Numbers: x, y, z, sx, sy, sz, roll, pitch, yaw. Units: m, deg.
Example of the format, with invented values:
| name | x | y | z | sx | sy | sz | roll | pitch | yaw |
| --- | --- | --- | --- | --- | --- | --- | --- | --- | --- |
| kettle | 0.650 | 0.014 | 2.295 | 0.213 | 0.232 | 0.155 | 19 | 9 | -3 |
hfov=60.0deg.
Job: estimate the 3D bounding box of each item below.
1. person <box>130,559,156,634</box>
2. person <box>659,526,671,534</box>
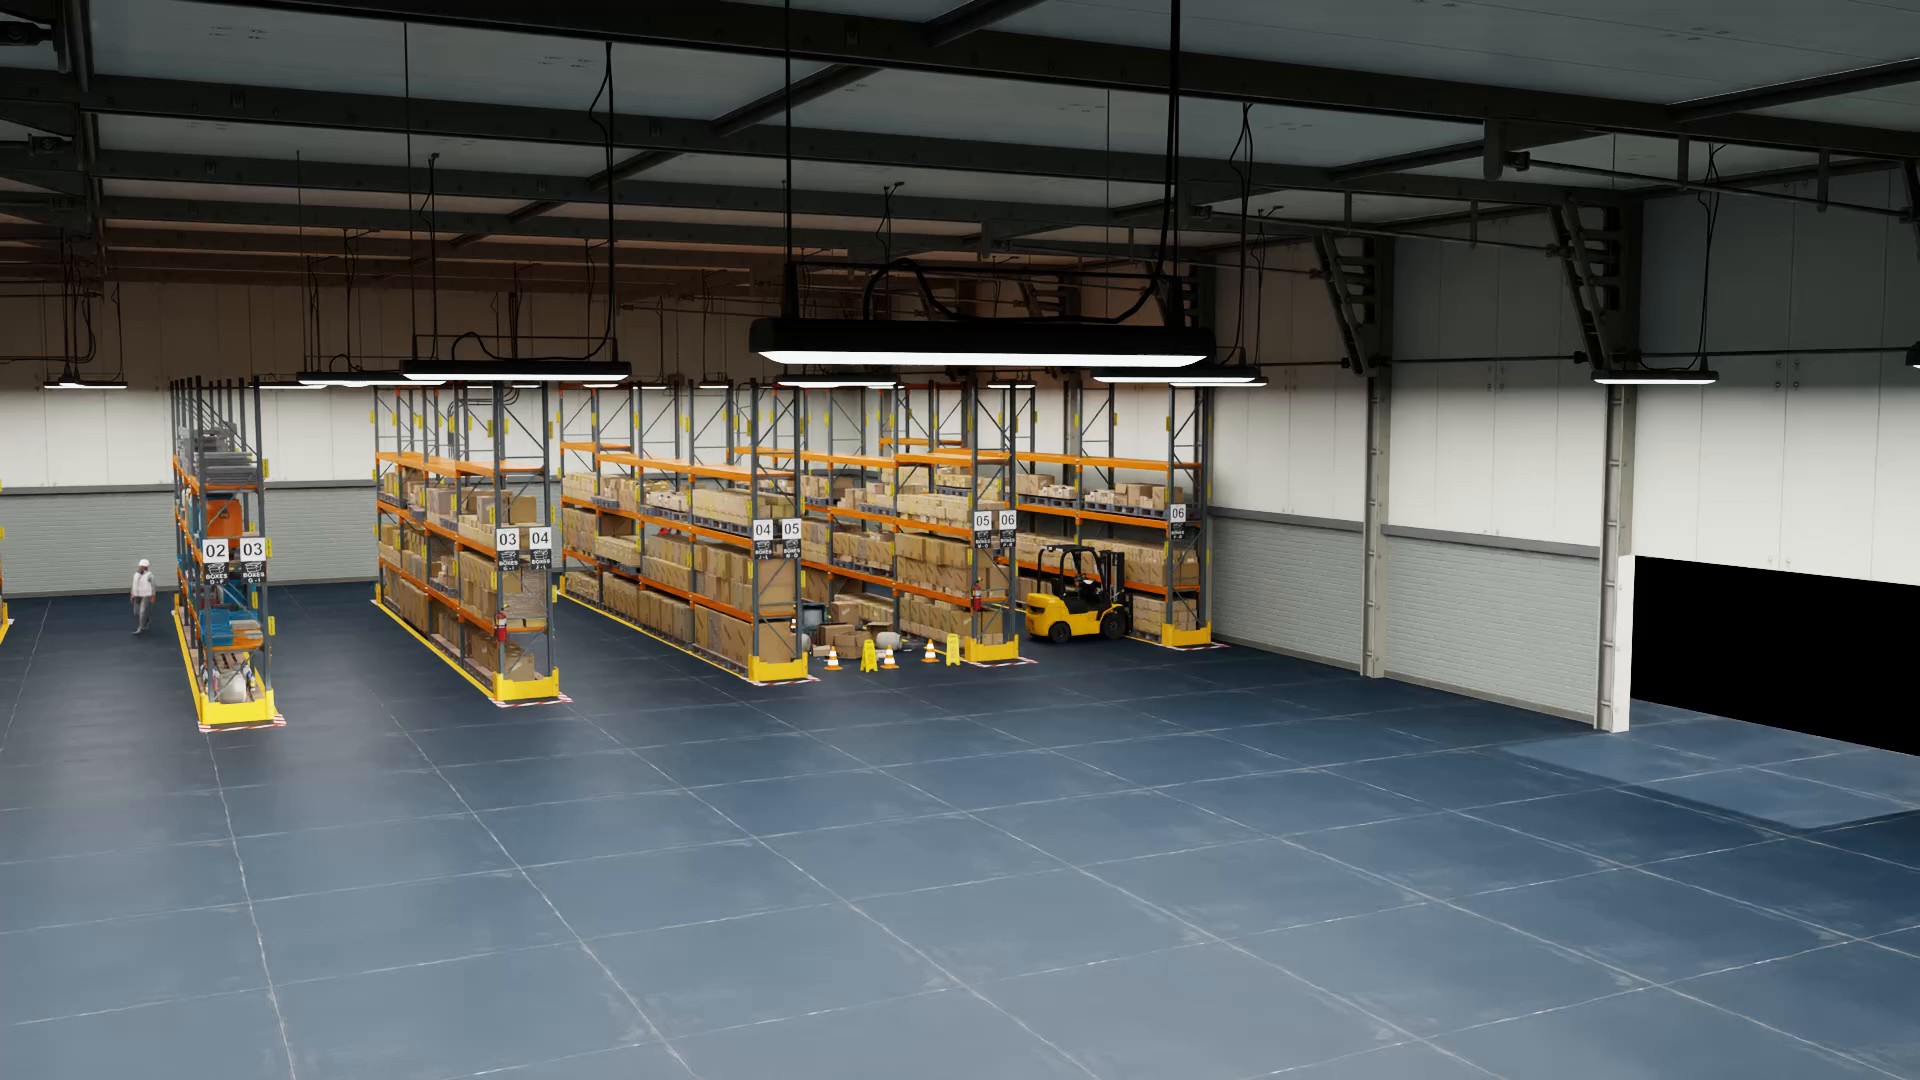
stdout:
| name | x | y | z | sx | sy | sz | roll | pitch | yaw |
| --- | --- | --- | --- | --- | --- | --- | --- | --- | --- |
| person | -19.432 | 1.331 | 39.534 | 0.554 | 1.756 | 0.782 | 1 | 5 | 10 |
| person | -9.318 | 0.235 | 52.138 | 0.928 | 1.692 | 0.552 | -4 | 7 | -40 |
